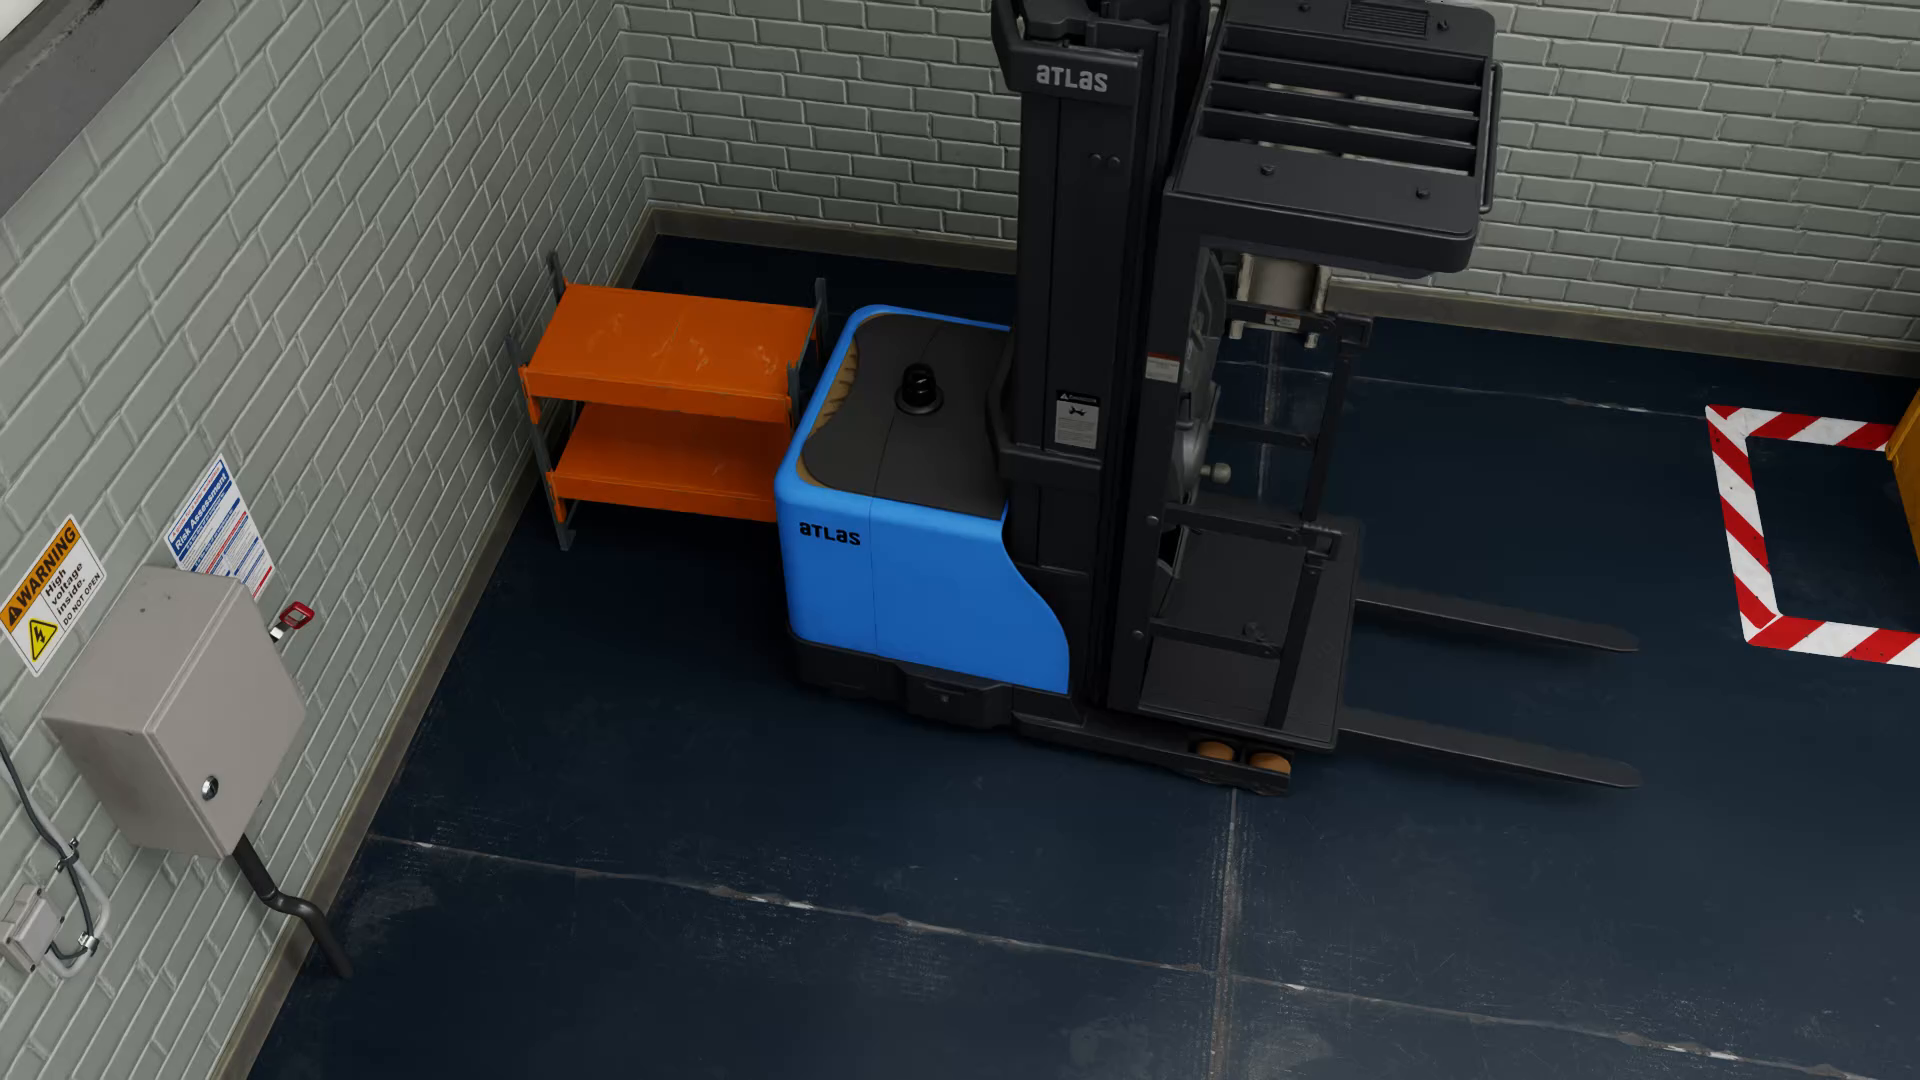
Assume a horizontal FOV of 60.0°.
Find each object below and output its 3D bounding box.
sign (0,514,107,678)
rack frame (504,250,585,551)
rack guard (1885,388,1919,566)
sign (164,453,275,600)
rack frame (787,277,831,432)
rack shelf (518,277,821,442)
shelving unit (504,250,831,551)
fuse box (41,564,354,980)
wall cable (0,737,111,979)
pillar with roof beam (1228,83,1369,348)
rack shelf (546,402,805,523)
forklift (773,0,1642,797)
[{"bbox_3d":[-2.197,0.134,4.030,0.001,0.242,0.339,8,49,7],"label":"sign"},{"bbox_3d":[-1.550,-0.516,6.430,0.032,1.125,0.500,7,48,6],"label":"rack frame"},{"bbox_3d":[4.006,-0.144,6.516,0.348,0.500,1.175,8,49,7],"label":"rack guard"},{"bbox_3d":[-2.099,0.040,4.734,0.001,0.494,0.329,8,49,7],"label":"sign"},{"bbox_3d":[-0.546,-0.398,6.323,0.032,1.125,0.500,7,48,6],"label":"rack frame"},{"bbox_3d":[-1.048,-0.653,6.159,1.000,0.278,0.538,7,48,6],"label":"rack shelf"},{"bbox_3d":[-1.048,-0.457,6.376,1.048,1.125,0.538,7,48,6],"label":"shelving unit"},{"bbox_3d":[-1.983,0.827,4.828,0.414,1.711,0.539,8,49,7],"label":"fuse box"},{"bbox_3d":[-2.260,0.536,3.541,0.122,1.984,0.588,8,49,7],"label":"wall cable"},{"bbox_3d":[0.673,-0.860,1.445,0.400,9.000,9.100,8,49,7],"label":"pillar with roof beam"},{"bbox_3d":[-1.048,-0.294,6.558,1.000,0.278,0.538,7,48,6],"label":"rack shelf"},{"bbox_3d":[0.941,-0.514,5.213,3.031,2.935,1.130,11,49,10],"label":"forklift"}]
